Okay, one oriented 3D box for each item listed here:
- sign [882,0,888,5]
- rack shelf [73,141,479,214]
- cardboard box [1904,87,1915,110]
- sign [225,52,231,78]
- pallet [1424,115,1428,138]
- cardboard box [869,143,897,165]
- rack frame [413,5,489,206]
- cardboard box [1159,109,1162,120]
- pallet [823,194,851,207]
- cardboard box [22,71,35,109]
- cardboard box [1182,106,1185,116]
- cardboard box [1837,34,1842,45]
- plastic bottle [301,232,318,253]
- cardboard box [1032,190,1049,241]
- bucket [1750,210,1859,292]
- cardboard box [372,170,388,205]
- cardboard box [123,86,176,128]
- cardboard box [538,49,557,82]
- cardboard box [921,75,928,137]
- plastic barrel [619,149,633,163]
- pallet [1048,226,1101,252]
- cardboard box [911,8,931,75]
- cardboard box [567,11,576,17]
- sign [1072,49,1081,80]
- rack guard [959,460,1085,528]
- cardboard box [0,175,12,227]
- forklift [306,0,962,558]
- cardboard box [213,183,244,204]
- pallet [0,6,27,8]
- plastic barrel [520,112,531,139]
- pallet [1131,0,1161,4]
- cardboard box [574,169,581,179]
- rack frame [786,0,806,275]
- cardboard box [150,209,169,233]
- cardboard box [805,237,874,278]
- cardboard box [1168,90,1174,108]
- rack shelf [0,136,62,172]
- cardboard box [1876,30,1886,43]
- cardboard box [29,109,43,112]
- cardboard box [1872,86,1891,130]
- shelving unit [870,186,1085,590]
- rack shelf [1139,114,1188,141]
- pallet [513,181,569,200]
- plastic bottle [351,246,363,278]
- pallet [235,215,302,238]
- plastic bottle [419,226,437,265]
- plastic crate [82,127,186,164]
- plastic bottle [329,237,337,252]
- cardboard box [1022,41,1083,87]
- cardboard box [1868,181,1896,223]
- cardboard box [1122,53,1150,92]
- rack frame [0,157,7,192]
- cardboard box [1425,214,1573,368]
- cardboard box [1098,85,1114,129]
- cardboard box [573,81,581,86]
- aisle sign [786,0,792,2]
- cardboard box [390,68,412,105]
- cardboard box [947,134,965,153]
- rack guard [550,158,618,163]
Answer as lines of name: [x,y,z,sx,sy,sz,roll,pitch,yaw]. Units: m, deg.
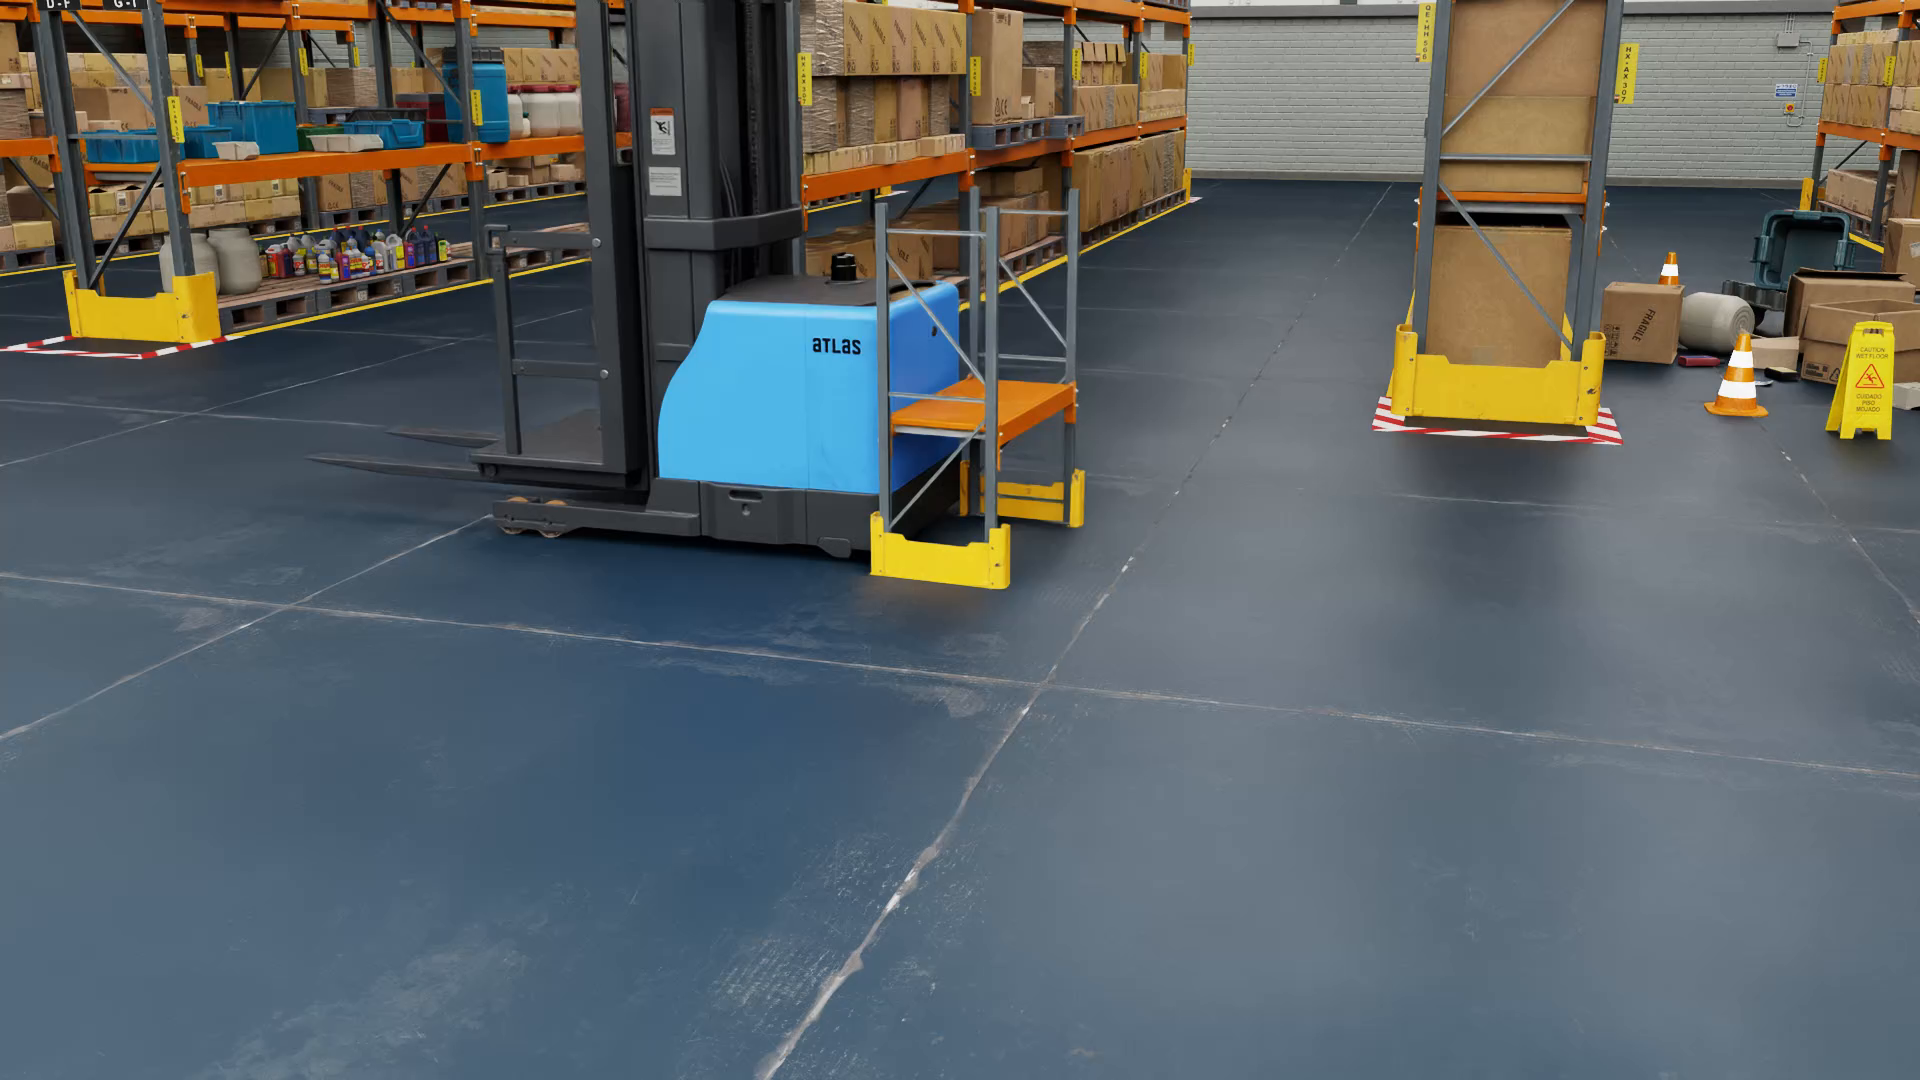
sign: [-1.199,-8.535,26.619,0.100,0.325,0.005,5,16,16]
rack shelf: [-5.709,-3.172,14.334,1.077,0.370,4.000,5,16,16]
cardboard box: [10.866,-4.918,18.531,0.500,0.250,0.500,5,17,17]
sign: [-9.275,-6.031,21.120,0.100,0.325,0.005,5,16,16]
pallet: [5.572,-4.395,17.679,1.213,0.211,1.003,5,16,16]
cardboard box: [-0.700,-2.931,12.626,0.380,0.149,0.250,5,16,16]
rack frame: [-7.616,-6.519,24.817,1.000,3.000,0.127,5,16,16]
cardboard box: [2.652,-6.020,23.517,0.380,0.149,0.250,5,17,17]
pallet: [-2.351,-5.308,25.658,1.003,0.211,1.213,5,16,16]
cardboard box: [-13.119,-6.164,22.800,0.500,0.500,0.500,5,17,18]
cardboard box: [3.233,-6.557,25.411,0.380,0.149,0.250,5,17,17]
cardboard box: [12.153,-6.798,22.595,0.380,0.149,0.250,5,17,17]
plastic bottle: [-5.943,-2.639,15.185,0.144,0.351,0.185,4,16,15]
cardboard box: [0.573,-3.536,18.073,0.700,0.500,0.500,4,16,13]
bucket: [6.506,-2.188,12.760,0.726,0.611,0.620,11,9,35]
cardboard box: [-8.058,-4.847,22.696,0.500,0.500,0.500,4,16,15]
cardboard box: [-9.363,-4.943,19.076,0.500,0.500,0.500,5,16,16]
cardboard box: [-6.773,-7.555,26.451,0.500,0.500,0.500,5,17,18]
cardboard box: [-0.755,-3.607,13.822,0.875,0.500,0.500,5,16,16]
plastic barrel: [-3.882,-4.375,20.465,0.600,0.830,0.708,5,16,16]
pallet: [1.041,-3.563,19.503,1.003,0.211,1.213,5,16,16]
cardboard box: [-0.540,-3.929,13.123,0.500,0.500,0.500,5,16,16]
cardboard box: [-6.525,-8.652,27.114,0.500,0.250,0.500,5,16,16]
sign: [1.268,-5.183,18.129,0.100,0.325,0.005,5,16,16]
rack guard: [0.280,-0.213,7.624,0.587,0.250,0.087,6,17,21]
cardboard box: [-9.964,-3.398,16.708,0.500,0.500,0.500,5,16,16]
forklift: [-1.566,-1.549,7.420,3.031,2.935,1.130,5,17,17]
cardboard box: [-8.953,-4.197,19.873,0.500,0.311,0.500,5,16,16]
pallet: [-13.371,-7.381,22.703,1.213,0.211,1.003,5,17,18]
plastic barrel: [-4.618,-4.309,17.278,0.301,0.262,0.301,0,16,0]
pallet: [2.124,-7.364,22.460,1.003,0.211,1.213,5,16,16]
cardboard box: [-6.599,-6.154,27.915,0.380,0.166,0.250,5,16,16]
rack frame: [-1.529,-2.611,11.037,1.000,3.000,0.127,5,16,16]
cardboard box: [-9.246,-3.661,19.010,0.500,0.250,0.500,4,16,14]
cardboard box: [-1.002,-2.094,13.025,0.500,0.500,0.500,6,17,21]
cardboard box: [2.846,-6.454,24.318,0.500,0.250,0.500,4,16,14]
rack shelf: [-10.457,-3.557,15.692,1.077,0.370,4.000,5,16,16]
cardboard box: [11.516,-6.189,20.448,0.380,0.149,0.250,4,16,15]
cardboard box: [-12.951,-5.941,23.202,0.380,0.149,0.250,5,17,18]
cardboard box: [11.269,-5.171,19.880,0.500,0.500,0.500,5,17,16]
shelving unit: [0.099,-0.688,7.007,0.587,1.500,1.083,6,17,21]
rack shelf: [2.450,-5.927,24.048,1.077,0.370,4.000,5,16,16]
pallet: [-7.075,-5.678,26.960,1.003,0.211,1.213,5,16,16]
plastic bottle: [-5.338,-2.460,14.699,0.097,0.271,0.097,0,16,0]
pallet: [-9.024,-3.919,20.759,1.003,0.211,1.213,5,16,16]
plastic bottle: [-5.048,-2.788,15.709,0.144,0.351,0.185,4,16,14]
plastic crate: [-6.422,-3.077,12.955,0.499,0.251,0.616,5,16,16]
plastic bottle: [-5.828,-2.671,15.442,0.097,0.271,0.097,0,16,0]
cardboard box: [0.968,-5.424,18.935,0.797,0.503,0.637,5,17,18]
cardboard box: [11.664,-4.107,20.238,0.875,0.438,0.875,4,16,15]
cardboard box: [2.263,-6.287,22.355,0.500,0.500,0.500,5,16,16]
rack frame: [-13.503,-5.856,22.479,1.000,3.000,0.127,5,16,16]
cardboard box: [3.327,-1.562,10.464,0.875,0.875,0.875,5,17,16]
cardboard box: [1.574,-5.258,20.187,0.500,0.500,0.500,5,16,16]
cardboard box: [-6.489,-7.340,27.526,0.500,0.500,0.500,5,17,16]
aisle sign: [-1.259,-3.822,10.543,0.394,0.787,0.004,5,16,16]
cardboard box: [-8.058,-6.303,23.100,0.700,0.500,0.500,1,16,2]
cardboard box: [-0.171,-3.457,14.482,0.380,0.149,0.250,5,16,16]
rack guard: [-6.500,-6.343,28.778,1.175,0.500,0.348,5,16,16]
